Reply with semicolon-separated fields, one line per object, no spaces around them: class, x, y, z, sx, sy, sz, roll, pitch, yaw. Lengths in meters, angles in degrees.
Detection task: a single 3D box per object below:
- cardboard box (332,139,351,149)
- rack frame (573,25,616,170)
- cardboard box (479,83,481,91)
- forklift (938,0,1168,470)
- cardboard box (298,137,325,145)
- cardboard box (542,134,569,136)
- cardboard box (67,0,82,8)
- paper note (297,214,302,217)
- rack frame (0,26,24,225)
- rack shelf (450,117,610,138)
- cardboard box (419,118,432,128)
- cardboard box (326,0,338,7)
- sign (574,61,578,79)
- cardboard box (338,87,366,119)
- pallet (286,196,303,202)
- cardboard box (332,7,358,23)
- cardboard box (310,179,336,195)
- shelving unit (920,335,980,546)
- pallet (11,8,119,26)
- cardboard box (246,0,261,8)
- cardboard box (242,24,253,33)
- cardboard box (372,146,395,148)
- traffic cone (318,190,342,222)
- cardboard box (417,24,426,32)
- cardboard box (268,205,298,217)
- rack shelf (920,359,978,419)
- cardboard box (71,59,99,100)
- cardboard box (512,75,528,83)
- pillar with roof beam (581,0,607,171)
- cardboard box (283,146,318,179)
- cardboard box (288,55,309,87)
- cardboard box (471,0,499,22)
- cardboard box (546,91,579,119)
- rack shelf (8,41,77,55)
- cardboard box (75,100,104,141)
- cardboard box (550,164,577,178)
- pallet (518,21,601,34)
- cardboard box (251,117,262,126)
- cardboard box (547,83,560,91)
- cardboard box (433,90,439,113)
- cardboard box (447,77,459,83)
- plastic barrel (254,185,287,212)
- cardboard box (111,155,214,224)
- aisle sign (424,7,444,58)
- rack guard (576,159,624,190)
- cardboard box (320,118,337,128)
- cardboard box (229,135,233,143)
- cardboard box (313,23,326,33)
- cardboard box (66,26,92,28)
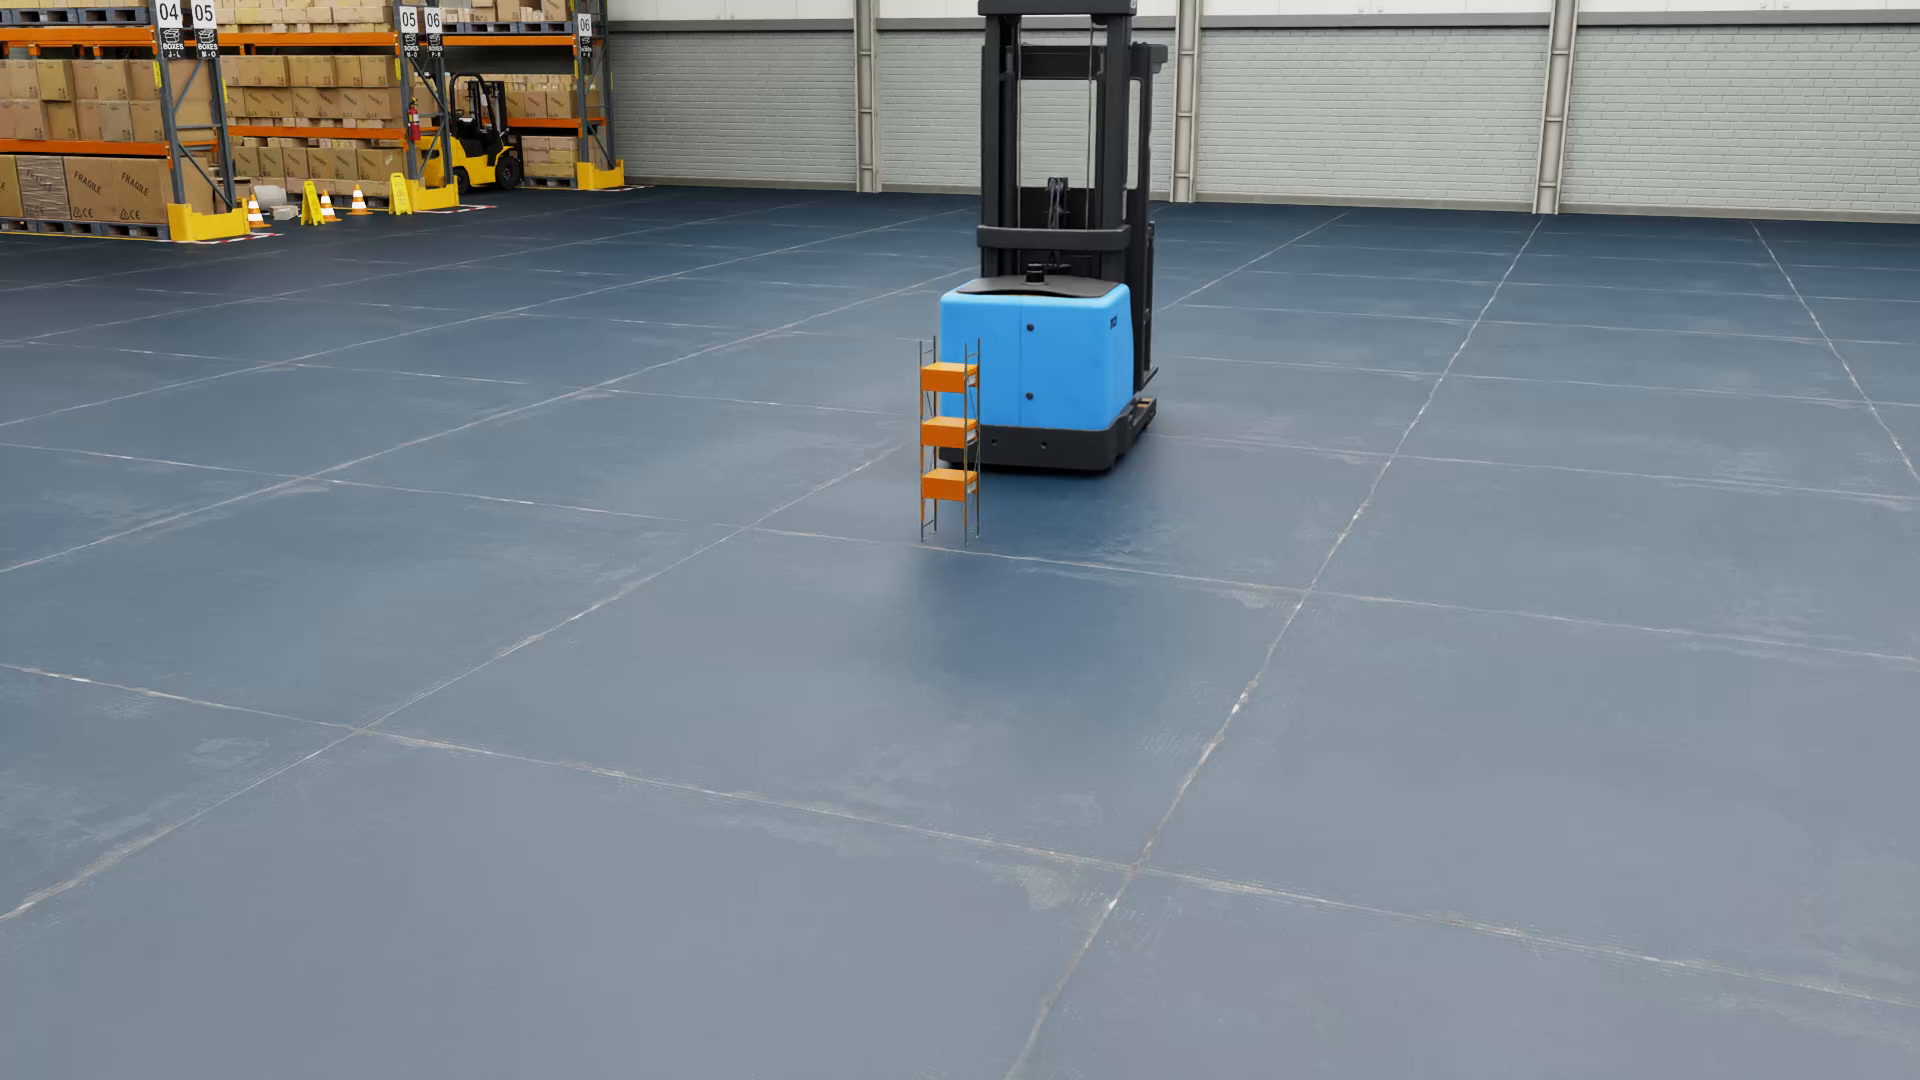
cardboard box;-10.218;-6.592;27.670;0.250;0.149;0.380;7;17;22
rack frame;-6.960;-8.266;31.765;0.127;3.000;1.000;6;17;21
cardboard box;-9.301;-8.795;32.246;0.250;0.149;0.380;6;17;19
forklift;0.735;-2.189;10.956;1.130;2.935;3.031;4;17;14
cardboard box;-13.216;-8.013;34.402;0.625;0.625;0.875;7;18;22
cardboard box;-7.804;-7.775;32.462;0.500;0.250;0.500;6;17;21
cardboard box;-11.881;-7.304;22.589;0.250;0.149;0.380;6;17;20
paper note;-10.388;-5.133;26.298;0.142;0.019;0.148;0;16;1
rack frame;-14.221;-6.093;24.281;0.127;3.000;1.000;6;17;21
rack shelf;-8.821;-8.125;32.570;4.000;0.370;1.077;6;17;21
cardboard box;-9.018;-6.946;27.669;0.250;0.149;0.380;6;17;21
cardboard box;-10.113;-8.763;27.117;0.250;0.149;0.380;6;17;21
sign;-7.172;-8.796;31.091;0.005;0.325;0.100;6;17;21
cardboard box;-9.848;-7.205;27.400;0.500;0.500;0.500;6;17;21
pallet;-11.861;-5.988;28.923;1.213;0.211;1.003;6;17;21
cardboard box;-9.816;-8.527;27.021;0.500;0.250;0.500;6;17;20
cardboard box;-10.596;-5.979;28.068;0.500;0.250;0.500;6;17;19
shelving unit;-0.050;-0.510;8.546;0.252;1.050;0.215;6;17;21
pallet;-12.333;-7.279;23.146;1.213;0.211;1.003;6;17;21
cardboard box;-11.596;-8.891;27.559;0.250;0.149;0.380;6;17;20
cardboard box;-11.805;-8.574;27.896;0.250;0.149;0.380;6;17;21
cardboard box;-9.937;-6.428;28.269;0.500;0.500;0.500;6;17;19
traffic cone;-9.742;-5.146;25.571;0.334;0.463;0.336;6;17;21
cardboard box;-8.967;-8.416;27.353;0.250;0.149;0.380;6;17;21
cardboard box;-10.738;-5.219;26.384;0.380;0.149;0.250;-12;20;-37
rack shelf;-0.050;-0.772;8.470;0.240;0.259;0.215;6;17;21
cardboard box;-11.848;-6.447;23.296;0.550;0.550;0.875;6;17;21
cardboard box;-8.352;-8.830;31.831;0.250;0.149;0.380;7;18;22
pillar with roof beam;-8.857;-10.335;28.134;0.400;9.000;9.100;6;17;21
cardboard box;-11.065;-6.393;28.148;0.500;0.500;0.500;7;18;24
cardboard box;-10.727;-7.811;27.692;0.500;0.500;0.700;6;17;20
cardboard box;-8.908;-10.188;31.889;0.637;0.503;0.797;7;18;22
cardboard box;-7.514;-8.296;31.690;0.500;0.500;0.500;6;17;19
rack shelf;-18.081;-9.096;30.535;4.000;0.370;1.077;6;17;21
cardboard box;-11.857;-5.922;23.425;0.550;0.550;0.875;6;17;21
cardboard box;-7.513;-7.113;31.973;0.500;0.250;0.500;6;17;21
pallet;-7.608;-9.743;31.632;1.213;0.211;1.003;6;17;21
cardboard box;-11.811;-7.119;28.268;0.250;0.149;0.380;6;17;20
cardboard box;-7.634;-8.606;31.596;0.250;0.149;0.380;7;17;22
cardboard box;-10.364;-8.610;32.771;0.500;0.500;0.500;6;17;19
cardboard box;-9.775;-8.988;32.376;0.250;0.149;0.380;7;17;22
plastic barrel;-11.255;-5.559;27.064;0.512;0.421;0.421;-9;18;-27
cardboard box;-11.155;-4.917;23.289;0.875;0.875;0.875;6;17;21
aisle sign;-8.607;-8.300;27.222;0.004;0.787;0.394;6;17;21
rack guard;-6.938;-7.063;32.105;0.348;0.500;1.175;6;17;21
cardboard box;-10.420;-6.953;27.693;0.250;0.149;0.380;6;17;20
cardboard box;-15.220;-8.402;34.800;0.250;0.149;0.380;5;17;18
cardboard box;-10.394;-8.400;27.298;0.250;0.149;0.380;6;17;19
cardboard box;-15.342;-9.185;29.374;0.500;0.500;0.700;6;17;21
